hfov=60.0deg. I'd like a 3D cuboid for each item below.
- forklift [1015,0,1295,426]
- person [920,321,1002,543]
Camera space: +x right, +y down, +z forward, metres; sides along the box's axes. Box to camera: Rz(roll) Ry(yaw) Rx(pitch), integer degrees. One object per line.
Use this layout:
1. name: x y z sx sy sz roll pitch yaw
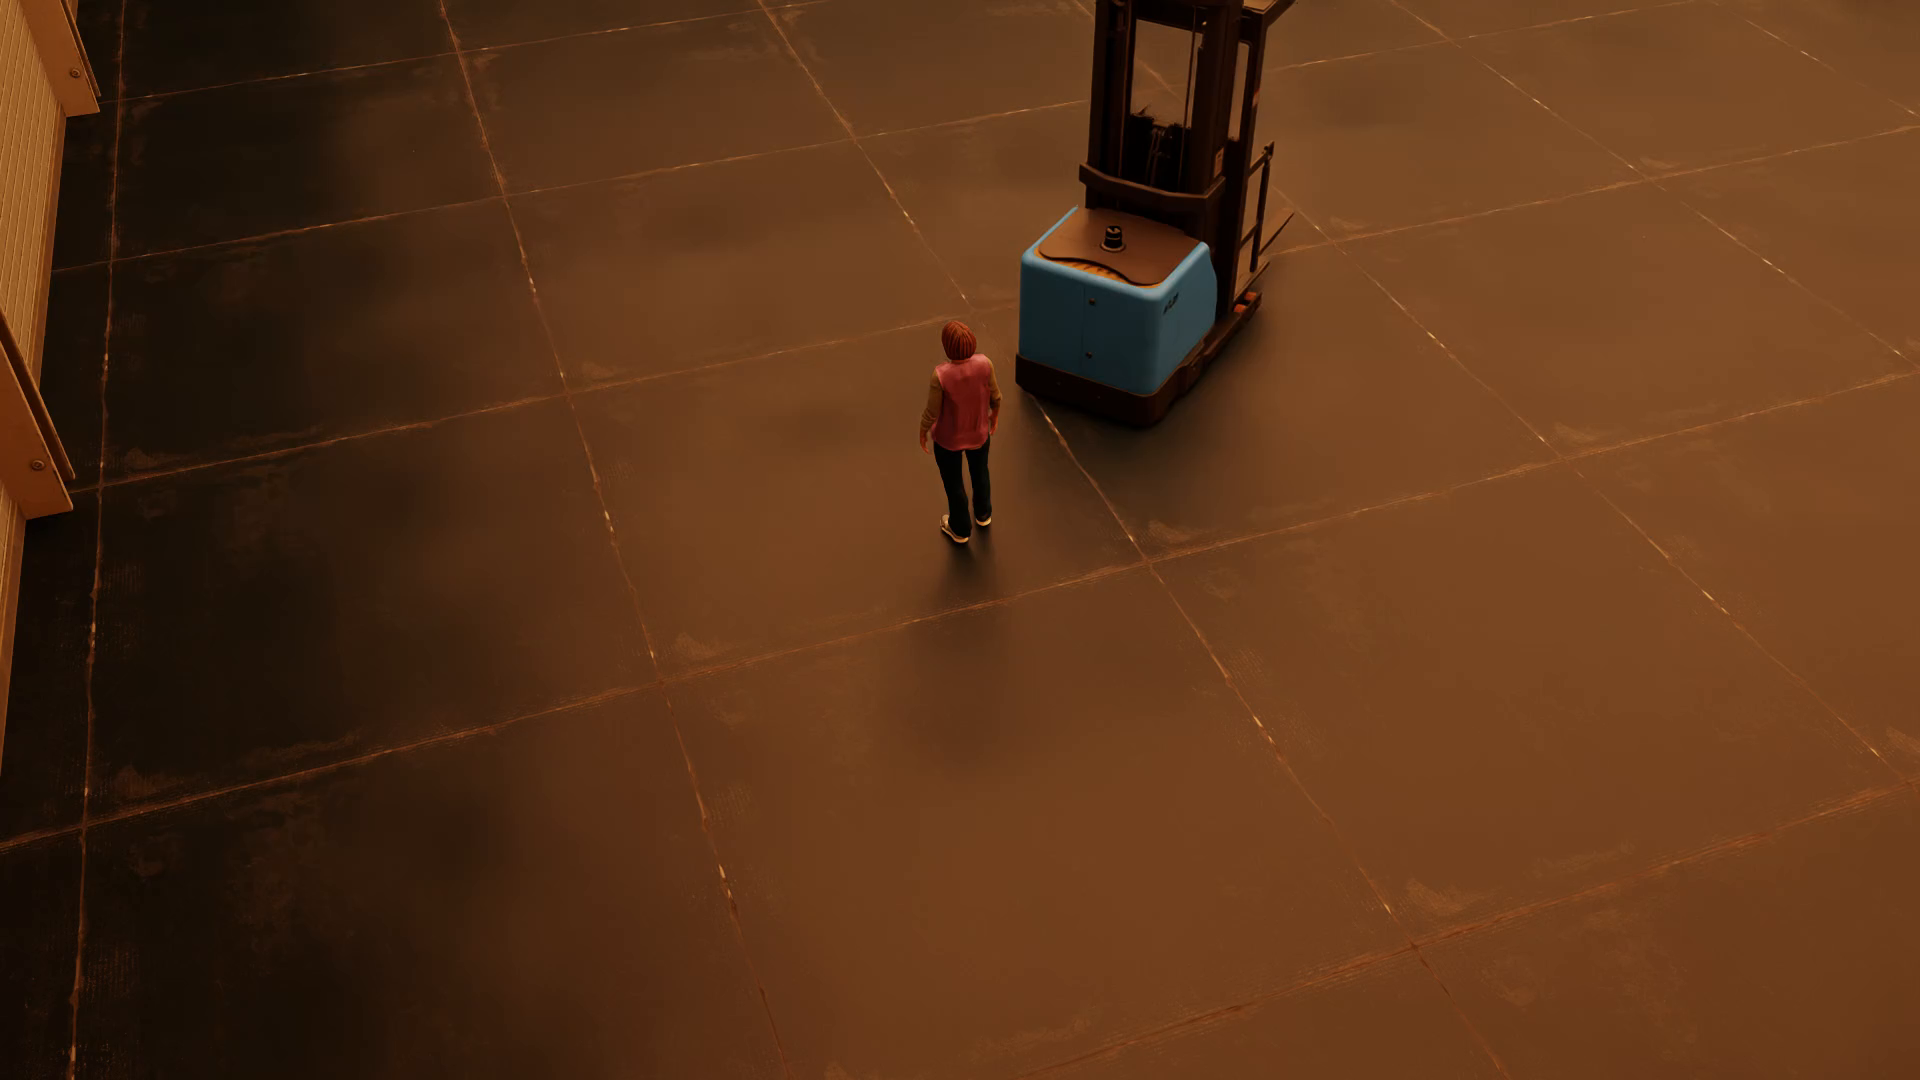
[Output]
1. forklift: 1.563 -2.813 11.347 1.130 2.935 3.031 21 44 23
2. person: -0.013 -0.665 9.815 0.521 1.599 0.473 -13 42 -15
